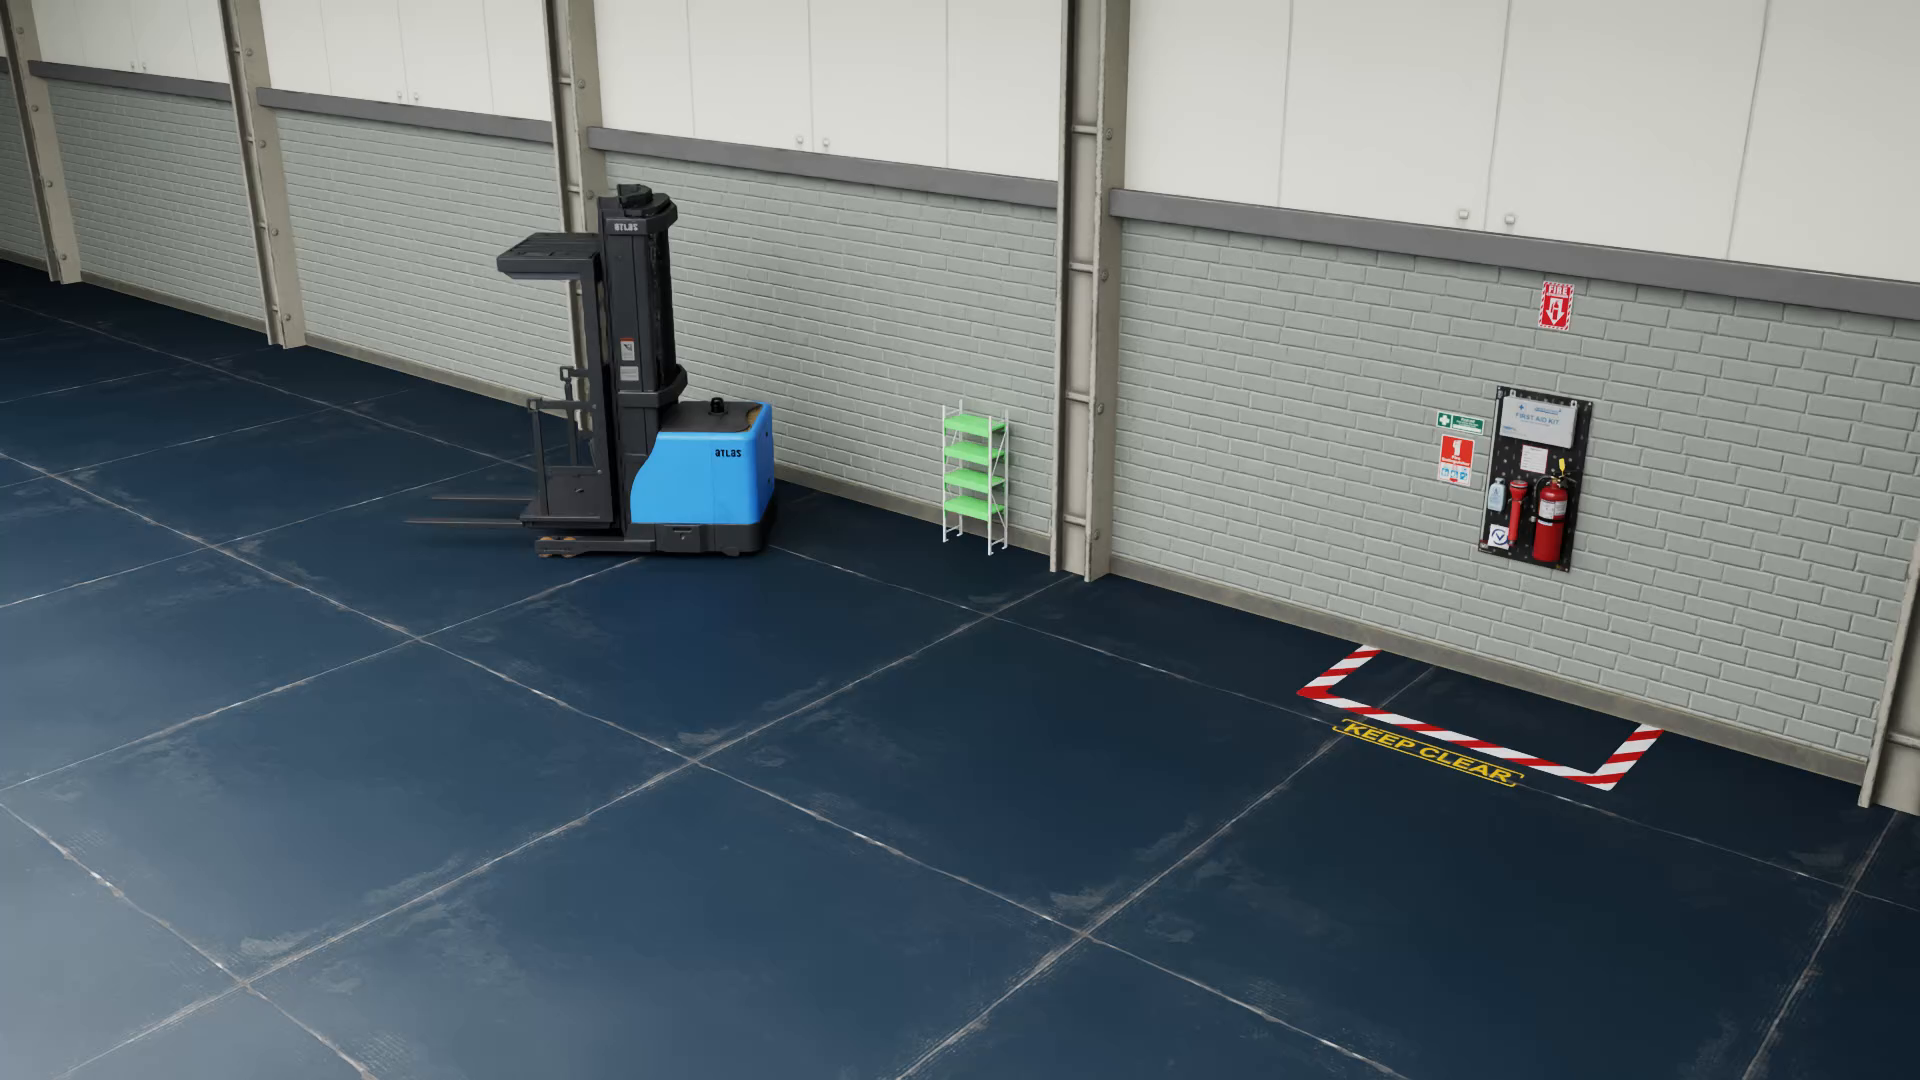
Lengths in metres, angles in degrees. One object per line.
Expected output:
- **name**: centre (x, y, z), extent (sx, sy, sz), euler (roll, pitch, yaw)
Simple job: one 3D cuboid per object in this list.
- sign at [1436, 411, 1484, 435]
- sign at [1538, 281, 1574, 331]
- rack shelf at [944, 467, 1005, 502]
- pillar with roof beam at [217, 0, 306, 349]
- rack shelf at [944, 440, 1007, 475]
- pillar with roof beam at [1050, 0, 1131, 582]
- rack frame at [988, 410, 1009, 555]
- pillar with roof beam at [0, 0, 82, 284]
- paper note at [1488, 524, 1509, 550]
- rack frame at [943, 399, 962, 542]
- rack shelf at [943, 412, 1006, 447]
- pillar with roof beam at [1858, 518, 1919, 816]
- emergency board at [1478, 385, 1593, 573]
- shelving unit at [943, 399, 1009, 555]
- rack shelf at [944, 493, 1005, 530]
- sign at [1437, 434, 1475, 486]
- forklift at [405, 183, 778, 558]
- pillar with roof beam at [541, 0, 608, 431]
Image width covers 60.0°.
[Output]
- **sign**: centre (3.370, -0.788, 11.205), extent (0.331, 0.109, 0.001), euler (16, 26, 36)
- **sign**: centre (3.792, -1.489, 10.580), extent (0.199, 0.298, 0.001), euler (16, 26, 36)
- **rack shelf**: centre (0.128, -0.465, 13.881), extent (0.480, 0.148, 0.258), euler (16, 26, 36)
- **pillar with roof beam**: centre (-11.042, -5.460, 15.893), extent (0.400, 9.000, 9.100), euler (16, 26, 36)
- **rack shelf**: centre (0.128, -0.689, 13.796), extent (0.480, 0.148, 0.258), euler (16, 26, 36)
- **pillar with roof beam**: centre (-1.745, -2.782, 8.793), extent (0.400, 9.000, 9.100), euler (16, 26, 36)
- **rack frame**: centre (0.317, -0.470, 13.714), extent (0.015, 1.200, 0.240), euler (16, 26, 36)
- **pillar with roof beam**: centre (-15.690, -6.798, 19.442), extent (0.400, 9.000, 9.100), euler (16, 26, 36)
- **paper note**: centre (3.642, -0.021, 11.222), extent (0.142, 0.148, 0.016), euler (16, 26, 36)
- **rack frame**: centre (-0.061, -0.579, 14.003), extent (0.015, 1.200, 0.240), euler (16, 26, 36)
- **rack shelf**: centre (0.128, -0.914, 13.712), extent (0.480, 0.148, 0.258), euler (16, 26, 36)
- **pillar with roof beam**: centre (2.903, -1.444, 5.243), extent (0.400, 9.000, 9.100), euler (16, 26, 36)
- **emergency board**: centre (3.735, -0.375, 10.912), extent (0.643, 1.169, 0.194), euler (16, 26, 36)
- **shelving unit**: centre (0.128, -0.524, 13.859), extent (0.503, 1.200, 0.258), euler (16, 26, 36)
- **rack shelf**: centre (0.128, -0.240, 13.966), extent (0.480, 0.148, 0.258), euler (16, 26, 36)
- **sign**: centre (3.372, -0.544, 11.308), extent (0.234, 0.329, 0.001), euler (16, 26, 36)
- **forklift**: centre (-3.131, -1.411, 13.756), extent (3.031, 2.935, 1.130), euler (1, 21, 2)
- **pillar with roof beam**: centre (-6.393, -4.121, 12.343), extent (0.400, 9.000, 9.100), euler (16, 26, 36)
